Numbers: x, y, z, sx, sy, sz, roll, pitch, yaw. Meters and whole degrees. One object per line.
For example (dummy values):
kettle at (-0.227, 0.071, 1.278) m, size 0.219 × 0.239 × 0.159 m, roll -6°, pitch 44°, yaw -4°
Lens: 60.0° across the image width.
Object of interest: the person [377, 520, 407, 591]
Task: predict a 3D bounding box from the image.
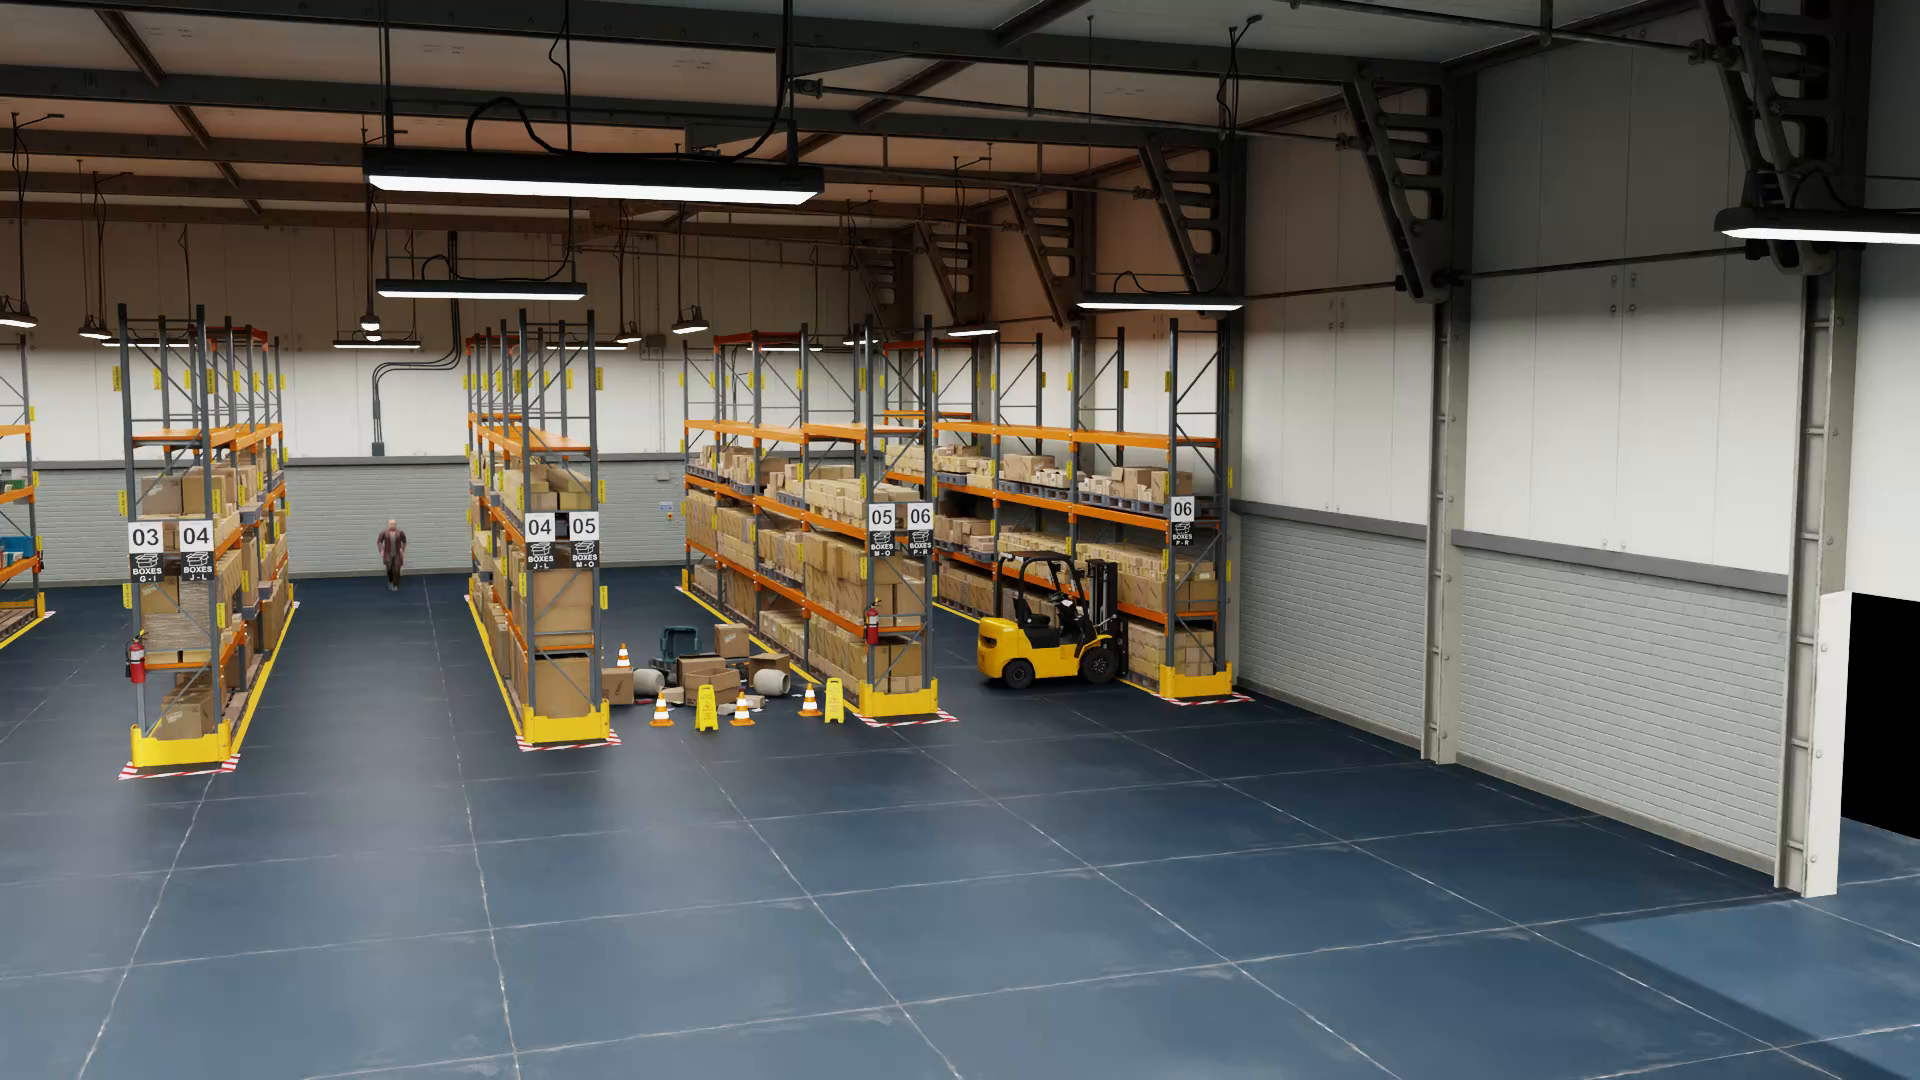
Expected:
person at (-13.578, 0.368, 39.780) m, size 0.671 × 1.727 × 0.724 m, roll -2°, pitch 6°, yaw -20°
